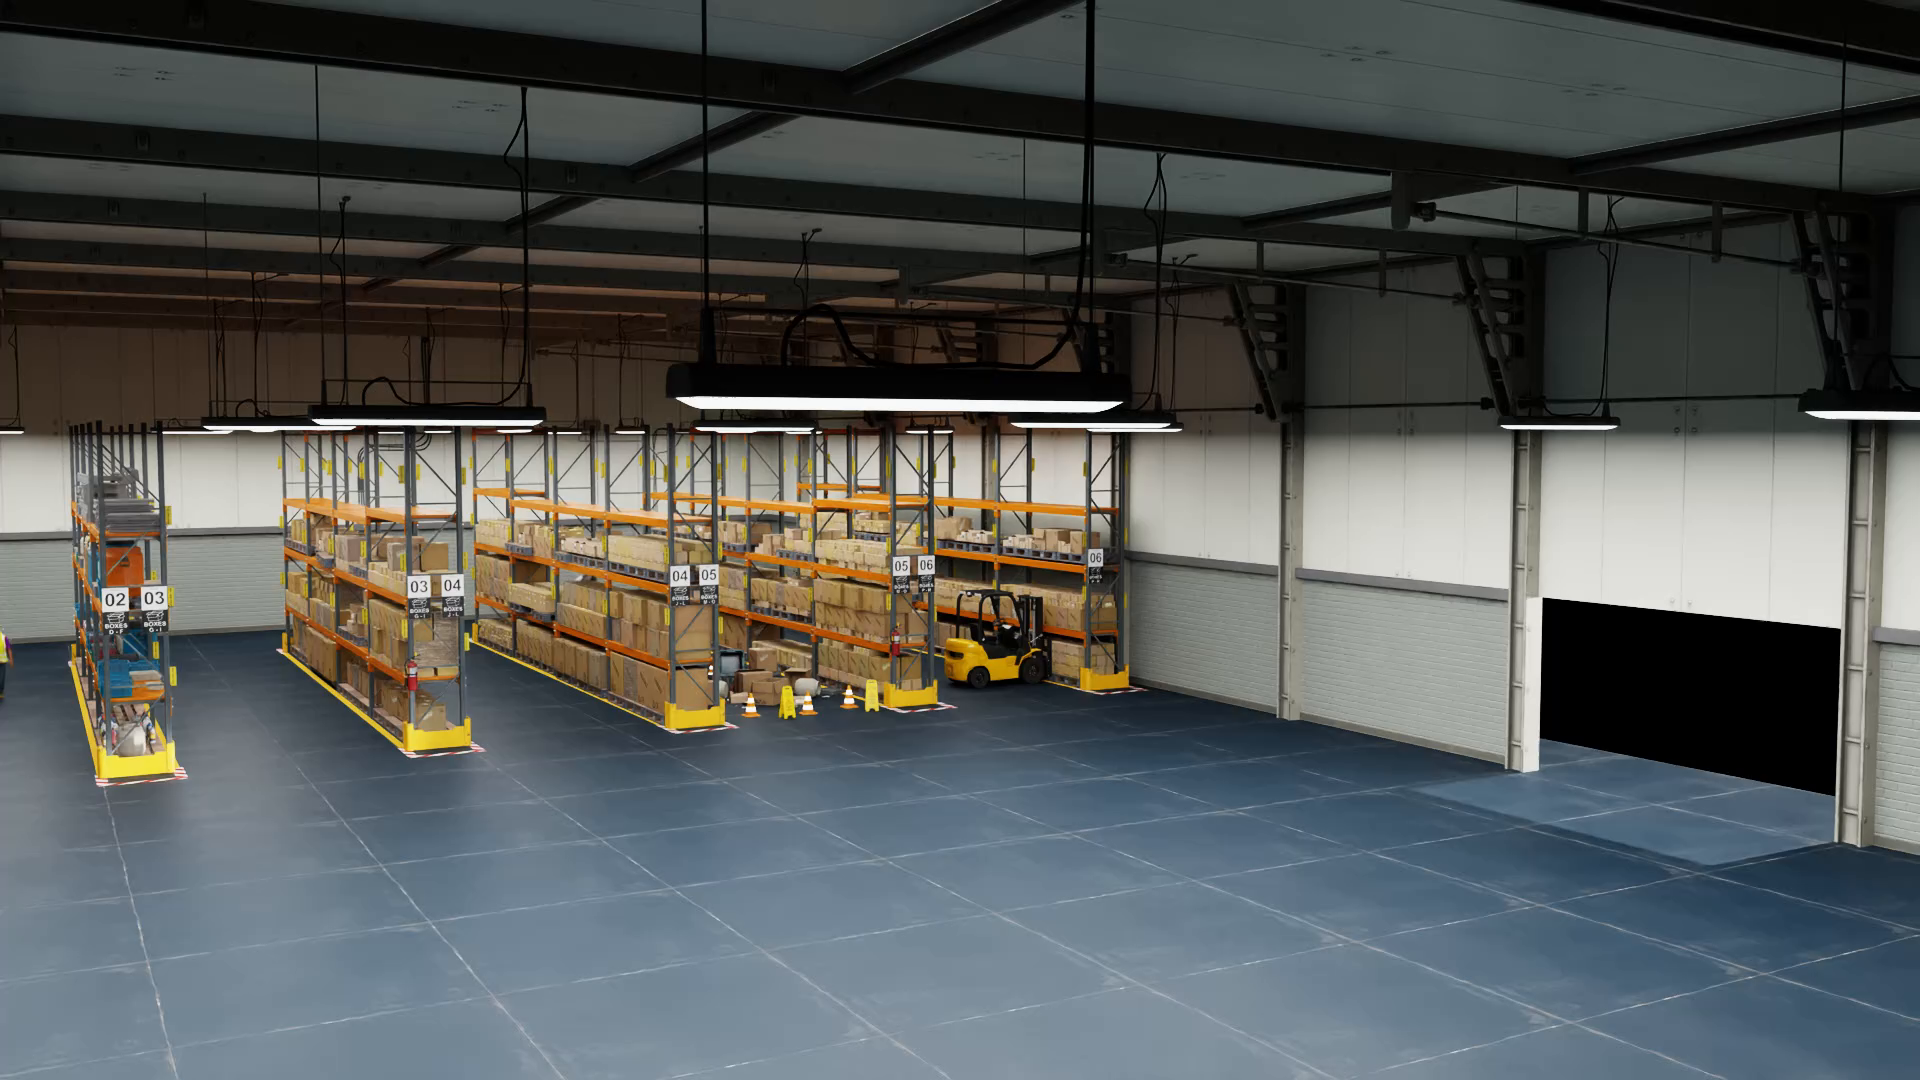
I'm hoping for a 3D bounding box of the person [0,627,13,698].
[{"bbox_3d":[-20.776,2.632,35.795,0.681,1.698,1.092,-2,4,-35],"label":"person"}]

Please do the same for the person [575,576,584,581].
[{"bbox_3d":[-10.887,1.925,47.585,0.718,1.777,0.622,0,4,-7],"label":"person"}]

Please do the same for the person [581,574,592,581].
[{"bbox_3d":[-11.405,1.682,50.916,0.588,1.769,0.656,2,4,26],"label":"person"}]
